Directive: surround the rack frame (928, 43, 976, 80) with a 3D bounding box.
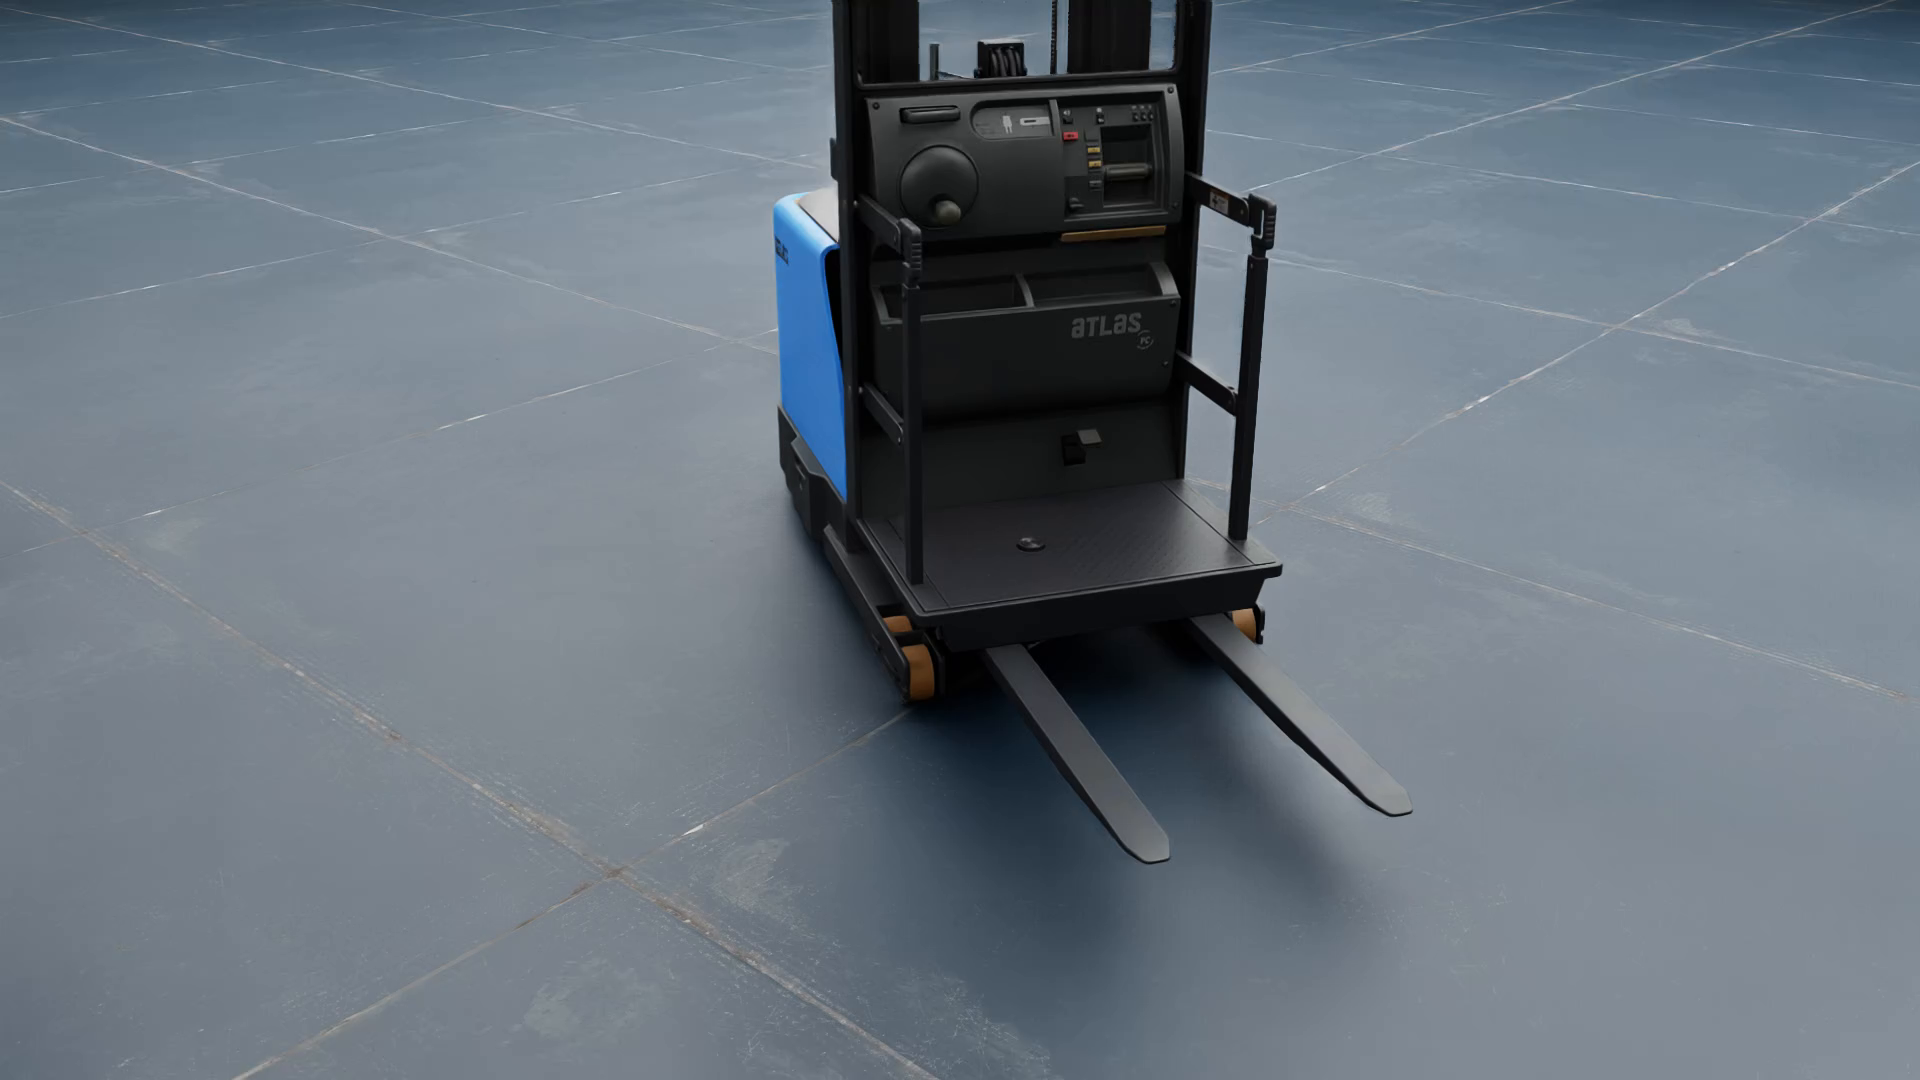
[{"bbox_3d":[0.013,-1.123,6.422,0.023,1.500,0.400,-18,30,-34],"label":"rack frame"}]

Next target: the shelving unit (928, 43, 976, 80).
[{"bbox_3d":[0.301,-1.216,6.629,0.755,1.500,0.431,-18,30,-34],"label":"shelving unit"}]

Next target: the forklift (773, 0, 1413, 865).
[{"bbox_3d":[0.263,-1.060,4.531,1.130,2.935,3.031,-7,25,-16],"label":"forklift"}]
